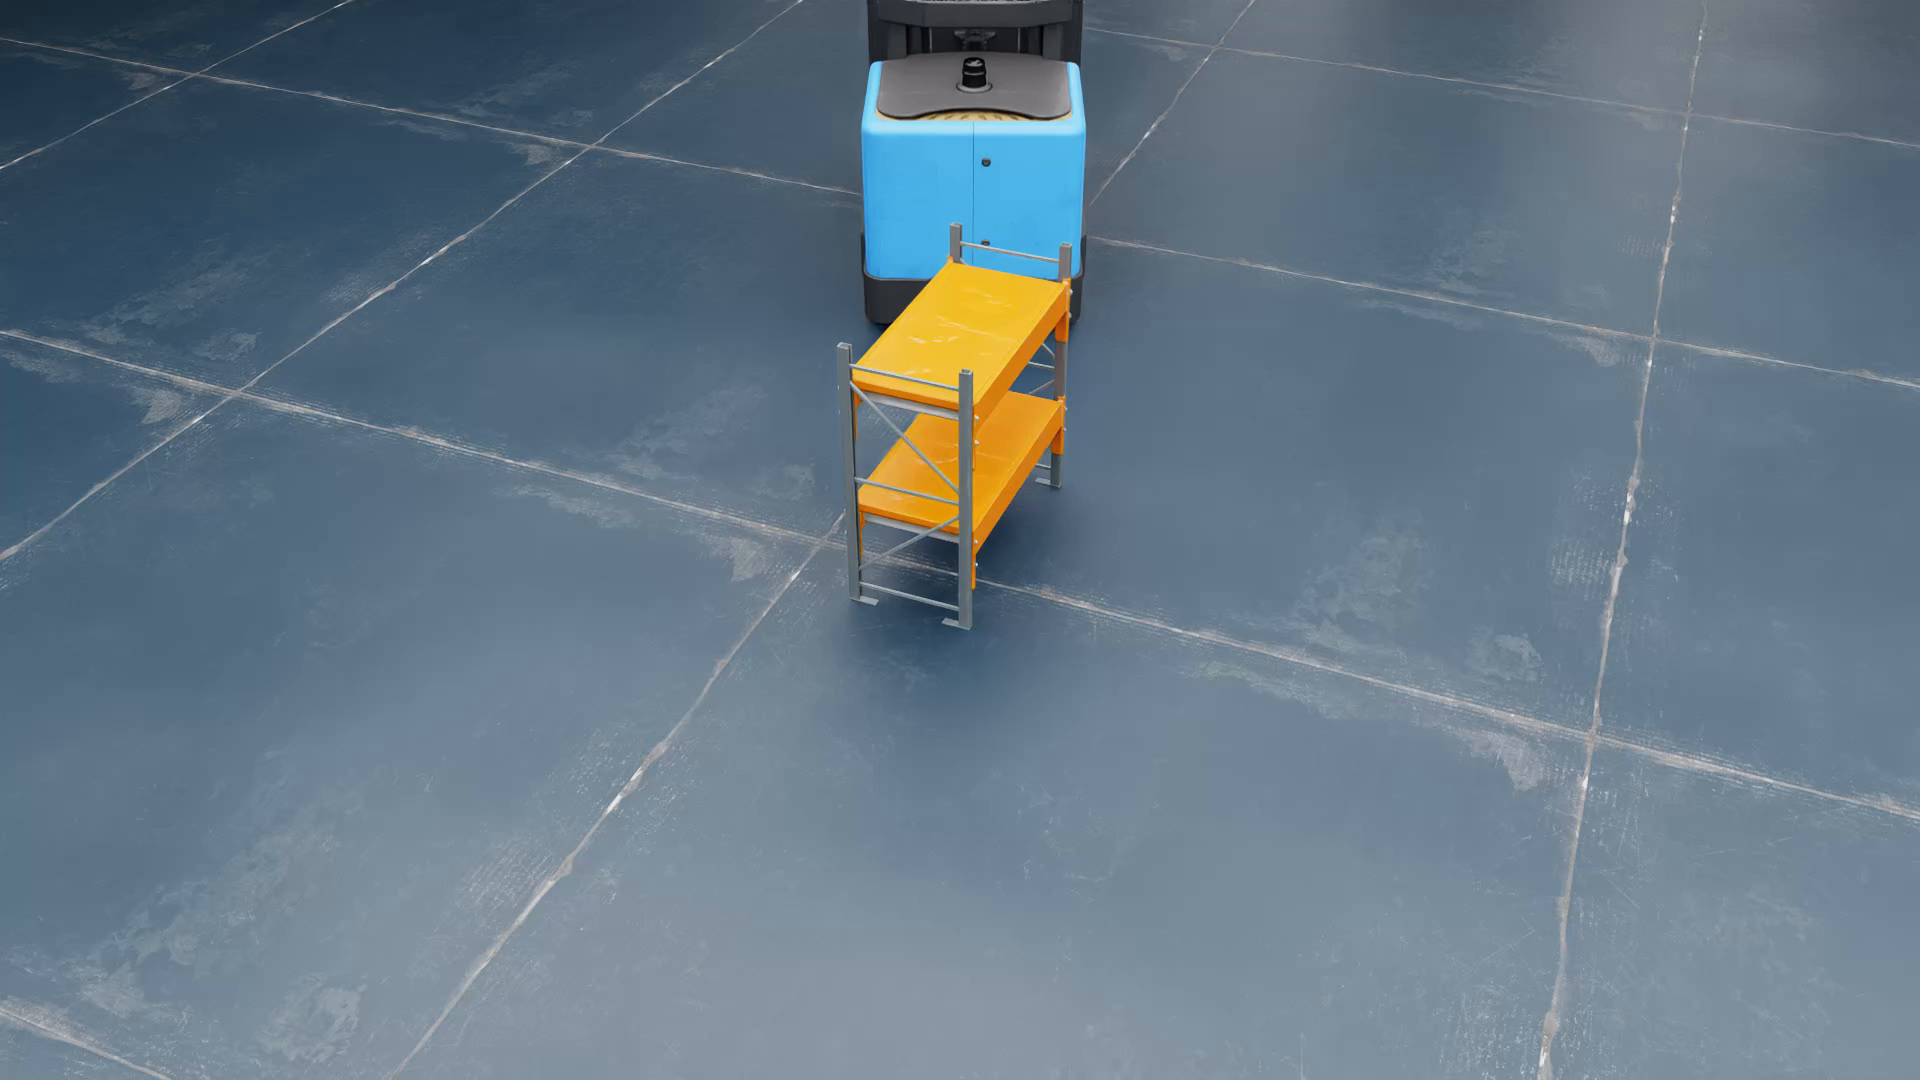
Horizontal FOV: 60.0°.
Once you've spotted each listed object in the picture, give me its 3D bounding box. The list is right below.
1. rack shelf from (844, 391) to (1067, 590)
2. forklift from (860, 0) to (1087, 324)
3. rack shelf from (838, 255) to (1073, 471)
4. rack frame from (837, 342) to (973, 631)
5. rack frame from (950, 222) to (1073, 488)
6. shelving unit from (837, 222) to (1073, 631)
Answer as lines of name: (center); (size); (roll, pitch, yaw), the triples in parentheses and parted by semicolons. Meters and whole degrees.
rack shelf: (0.003, -0.258, 6.565); (0.538, 0.278, 1.000); (14, 39, 18)
forklift: (0.079, -3.063, 8.399); (1.130, 2.935, 3.031); (0, 37, 1)
rack shelf: (0.003, -0.689, 6.243); (0.538, 0.278, 1.000); (14, 39, 18)
rack frame: (-0.191, -0.173, 6.042); (0.500, 1.125, 0.032); (14, 39, 18)
rack frame: (0.196, -0.736, 6.795); (0.500, 1.125, 0.032); (14, 39, 18)
shelving unit: (0.003, -0.454, 6.418); (0.538, 1.125, 1.048); (14, 39, 18)
